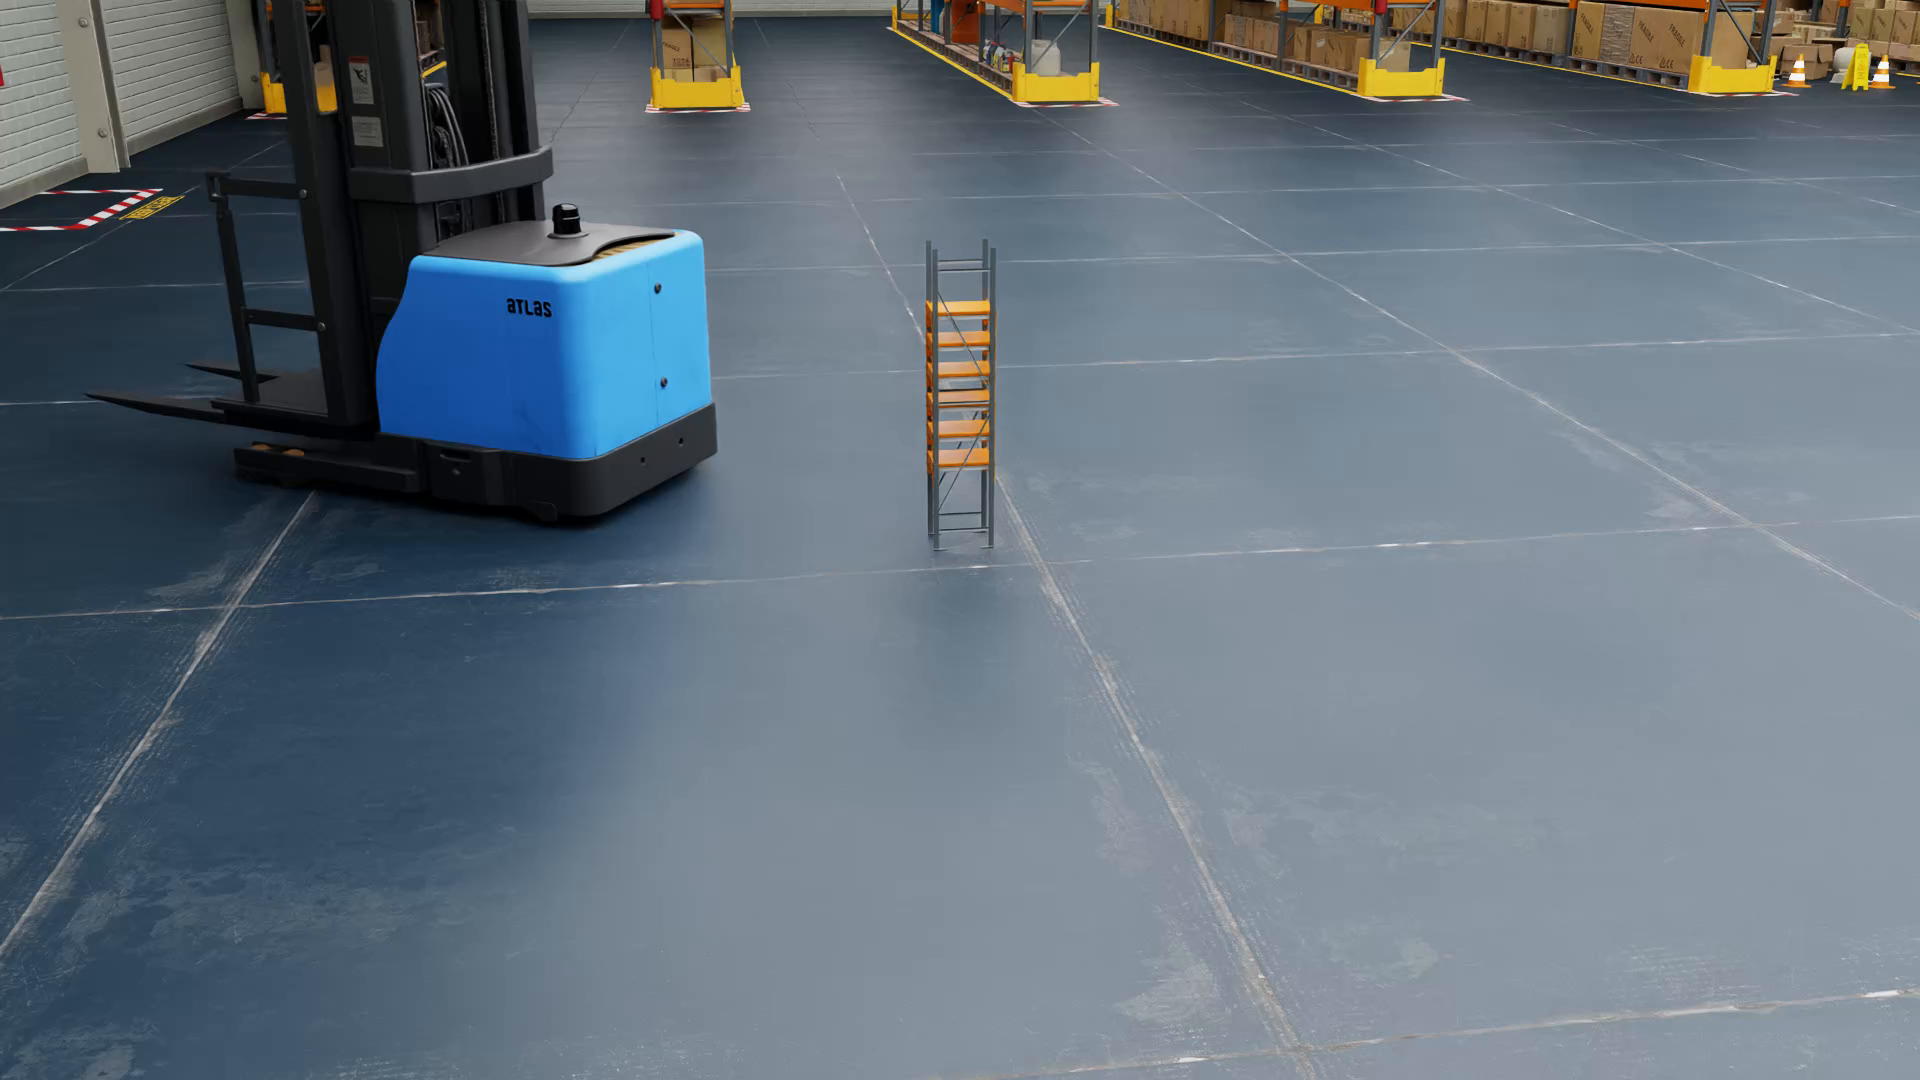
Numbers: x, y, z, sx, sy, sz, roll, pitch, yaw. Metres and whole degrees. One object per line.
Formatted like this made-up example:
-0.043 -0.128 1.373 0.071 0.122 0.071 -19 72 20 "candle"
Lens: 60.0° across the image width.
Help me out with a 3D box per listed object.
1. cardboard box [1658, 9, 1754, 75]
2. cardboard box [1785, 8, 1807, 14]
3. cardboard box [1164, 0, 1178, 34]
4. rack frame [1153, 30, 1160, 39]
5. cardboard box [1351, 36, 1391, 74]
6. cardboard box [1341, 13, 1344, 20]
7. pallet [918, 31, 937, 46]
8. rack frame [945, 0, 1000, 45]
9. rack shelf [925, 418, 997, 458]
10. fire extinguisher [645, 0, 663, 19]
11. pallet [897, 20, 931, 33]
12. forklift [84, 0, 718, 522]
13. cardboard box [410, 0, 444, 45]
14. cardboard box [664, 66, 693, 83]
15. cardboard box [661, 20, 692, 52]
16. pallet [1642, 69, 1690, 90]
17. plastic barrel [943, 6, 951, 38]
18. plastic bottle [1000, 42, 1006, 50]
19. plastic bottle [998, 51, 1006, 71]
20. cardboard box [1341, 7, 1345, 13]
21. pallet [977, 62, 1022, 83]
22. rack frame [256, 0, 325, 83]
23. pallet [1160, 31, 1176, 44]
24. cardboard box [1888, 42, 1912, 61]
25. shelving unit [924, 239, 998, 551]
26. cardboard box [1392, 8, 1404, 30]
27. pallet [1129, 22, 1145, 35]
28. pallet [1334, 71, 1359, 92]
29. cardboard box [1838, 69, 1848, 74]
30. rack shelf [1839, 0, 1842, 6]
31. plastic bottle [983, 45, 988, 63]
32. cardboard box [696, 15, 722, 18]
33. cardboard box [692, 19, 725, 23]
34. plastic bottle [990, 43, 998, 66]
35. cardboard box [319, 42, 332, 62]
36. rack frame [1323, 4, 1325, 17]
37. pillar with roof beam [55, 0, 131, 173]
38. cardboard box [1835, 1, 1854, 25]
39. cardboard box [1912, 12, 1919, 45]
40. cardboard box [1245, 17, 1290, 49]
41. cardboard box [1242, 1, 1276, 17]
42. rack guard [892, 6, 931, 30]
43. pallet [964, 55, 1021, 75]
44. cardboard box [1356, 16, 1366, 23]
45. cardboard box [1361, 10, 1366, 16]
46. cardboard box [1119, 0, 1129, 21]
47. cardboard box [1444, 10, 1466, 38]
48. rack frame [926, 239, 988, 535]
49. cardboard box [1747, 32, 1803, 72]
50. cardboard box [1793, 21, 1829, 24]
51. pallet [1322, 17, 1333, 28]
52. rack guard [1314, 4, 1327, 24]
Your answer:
11.039 -7.383 24.632 0.875 0.875 0.875 -3 21 -7 "cardboard box"
18.845 -11.858 37.487 0.396 0.266 0.258 -2 21 -6 "cardboard box"
4.792 -10.561 33.141 1.225 0.875 0.875 -4 21 -10 "cardboard box"
4.550 -11.889 34.262 1.000 3.000 0.127 -3 21 -8 "rack frame"
6.086 -7.183 24.632 0.500 0.500 0.500 2 21 6 "cardboard box"
8.744 -11.887 37.730 0.380 0.149 0.250 -3 21 -7 "cardboard box"
-0.281 -10.064 33.360 1.003 0.211 1.213 -3 21 -8 "pallet"
0.225 -10.255 29.885 1.000 3.000 0.127 -3 21 -8 "rack frame"
0.002 -0.403 6.550 0.258 0.103 0.180 -3 21 -8 "rack shelf"
-3.966 -7.136 21.645 0.296 0.674 0.183 -3 21 -8 "fire extinguisher"
-0.848 -11.431 37.019 1.003 0.211 1.213 -3 21 -8 "pallet"
-2.671 -1.765 7.254 3.031 2.935 1.130 8 22 22 "forklift"
-9.555 -9.206 29.549 0.750 0.750 0.750 -3 21 -8 "cardboard box"
-3.893 -6.316 22.668 0.500 0.250 0.500 -3 21 -8 "cardboard box"
-4.199 -7.359 24.389 0.500 0.500 0.500 -3 21 -8 "cardboard box"
11.010 -6.916 24.933 1.003 0.211 1.213 -3 21 -8 "pallet"
-0.025 -9.881 31.732 0.600 0.588 0.708 -3 21 -8 "plastic barrel"
0.650 -7.542 25.779 0.144 0.351 0.185 -3 21 -8 "plastic bottle"
0.651 -7.165 24.878 0.152 0.276 0.135 -3 21 -9 "plastic bottle"
8.754 -12.023 37.670 0.380 0.149 0.250 -2 21 -6 "cardboard box"
0.857 -7.329 26.037 1.003 0.211 1.213 -3 21 -8 "pallet"
-8.425 -6.985 21.131 1.000 3.000 0.127 -3 21 -8 "rack frame"
4.736 -10.320 34.045 1.003 0.211 1.213 -3 21 -8 "pallet"
15.495 -7.942 27.024 0.500 0.250 0.500 -3 21 -8 "cardboard box"
0.002 -0.557 6.493 0.258 1.200 0.189 -3 21 -8 "shelving unit"
9.317 -10.861 34.481 0.500 0.500 0.500 -2 21 -6 "cardboard box"
4.338 -11.274 36.599 1.003 0.211 1.213 -3 21 -8 "pallet"
6.187 -6.738 24.454 1.003 0.211 1.213 -3 21 -8 "pallet"
13.898 -7.251 25.917 0.380 0.149 0.250 8 22 20 "cardboard box"
15.221 -9.975 30.164 1.077 0.370 4.000 -3 21 -8 "rack shelf"
0.414 -7.665 26.223 0.097 0.271 0.097 0 20 0 "plastic bottle"
-4.358 -9.009 29.077 0.500 0.311 0.500 -2 21 -6 "cardboard box"
-3.681 -7.385 24.460 0.500 0.500 0.500 -3 21 -8 "cardboard box"
0.535 -7.469 25.584 0.144 0.351 0.185 -4 21 -10 "plastic bottle"
-8.574 -6.718 23.360 0.700 0.500 0.500 -4 21 -11 "cardboard box"
8.896 -13.489 38.546 1.000 3.000 0.127 -3 21 -8 "rack frame"
-4.257 -8.134 15.633 9.100 9.000 0.400 -3 21 -8 "pillar with roof beam"
19.201 -11.304 35.667 0.500 0.500 0.500 -3 21 -8 "cardboard box"
15.568 -8.114 26.412 0.500 0.500 0.500 -3 21 -9 "cardboard box"
5.424 -8.921 29.259 0.700 0.500 0.500 -1 21 -3 "cardboard box"
5.339 -9.477 29.676 0.500 0.250 0.500 -1 20 -2 "cardboard box"
-0.944 -11.861 37.759 1.175 0.500 0.348 -3 21 -8 "rack guard"
0.650 -7.833 27.388 1.003 0.211 1.213 -3 21 -8 "pallet"
8.930 -11.443 36.540 0.380 0.149 0.250 -3 21 -8 "cardboard box"
9.010 -11.562 36.435 0.380 0.149 0.250 -2 21 -6 "cardboard box"
4.145 -12.258 37.686 0.875 0.875 0.875 -3 21 -8 "cardboard box"
9.696 -9.960 32.069 0.500 0.500 0.500 -3 21 -8 "cardboard box"
-0.011 -0.589 6.578 0.240 1.200 0.006 -3 21 -8 "rack frame"
13.185 -7.932 27.041 0.797 0.637 0.503 -3 21 -8 "cardboard box"
15.223 -9.256 30.367 0.950 0.372 0.625 -2 21 -6 "cardboard box"
8.989 -11.874 38.206 1.003 0.211 1.213 -3 21 -8 "pallet"
8.907 -12.292 38.913 1.175 0.500 0.348 -3 21 -8 "rack guard"
